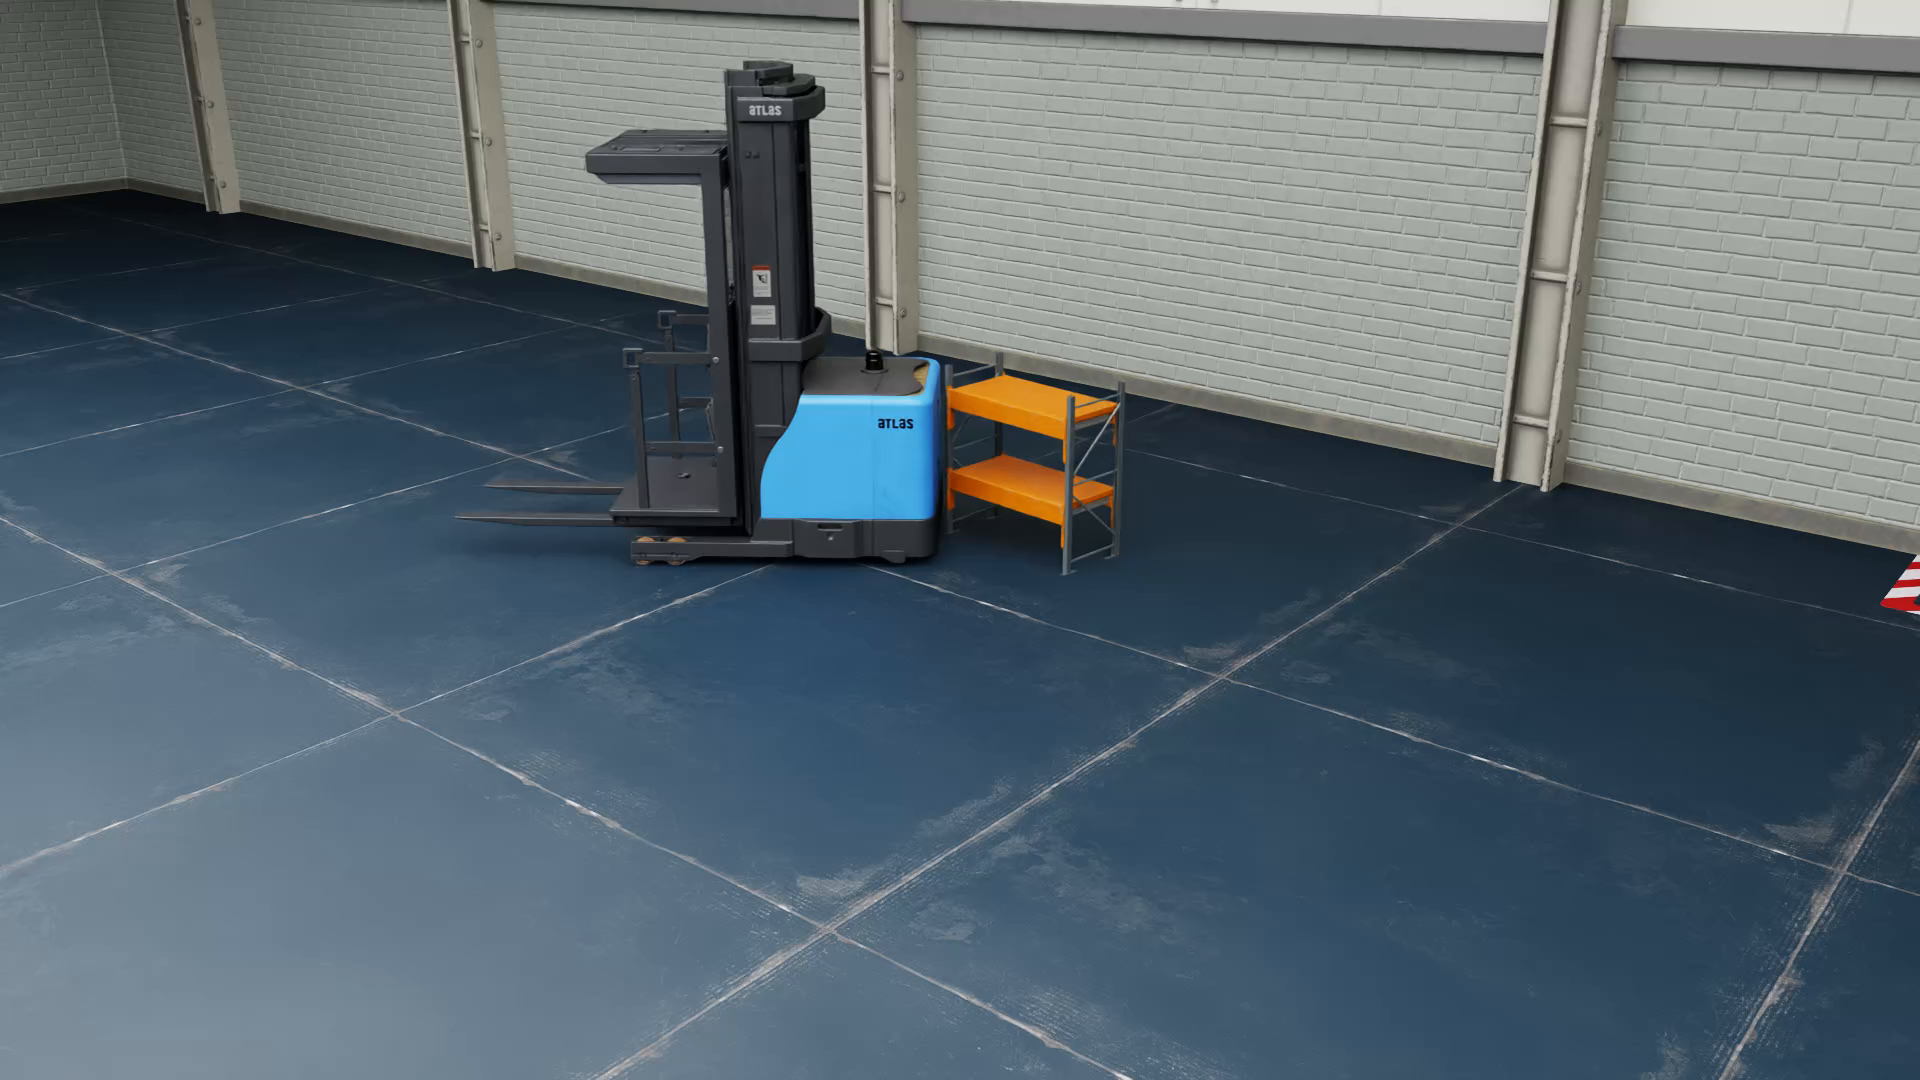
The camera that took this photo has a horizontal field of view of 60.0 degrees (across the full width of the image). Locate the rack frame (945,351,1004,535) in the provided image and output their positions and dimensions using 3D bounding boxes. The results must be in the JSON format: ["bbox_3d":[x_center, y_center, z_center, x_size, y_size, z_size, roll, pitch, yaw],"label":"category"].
[{"bbox_3d":[0.093,-0.625,10.730,0.500,1.125,0.032,-19,28,-41],"label":"rack frame"}]

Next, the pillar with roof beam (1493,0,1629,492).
[{"bbox_3d":[1.305,-3.454,7.074,0.400,9.000,9.100,16,26,36],"label":"pillar with roof beam"}]

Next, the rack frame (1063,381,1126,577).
[{"bbox_3d":[0.811,-0.371,10.057,0.500,1.125,0.032,-19,28,-41],"label":"rack frame"}]

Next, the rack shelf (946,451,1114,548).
[{"bbox_3d":[0.452,-0.269,10.480,0.538,0.278,1.000,-19,28,-41],"label":"rack shelf"}]

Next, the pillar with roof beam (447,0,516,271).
[{"bbox_3d":[-7.992,-6.131,14.173,0.400,9.000,9.100,16,26,36],"label":"pillar with roof beam"}]

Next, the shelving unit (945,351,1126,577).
[{"bbox_3d":[0.452,-0.498,10.393,0.538,1.125,1.048,-19,28,-41],"label":"shelving unit"}]

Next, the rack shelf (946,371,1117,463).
[{"bbox_3d":[0.452,-0.771,10.290,0.538,0.278,1.000,-19,28,-41],"label":"rack shelf"}]

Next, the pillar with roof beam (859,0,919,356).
[{"bbox_3d":[-3.344,-4.792,10.623,0.400,9.000,9.100,16,26,36],"label":"pillar with roof beam"}]

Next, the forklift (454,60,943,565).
[{"bbox_3d":[-1.645,-1.402,10.233,3.031,2.935,1.130,1,21,2],"label":"forklift"}]

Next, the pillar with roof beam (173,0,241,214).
[{"bbox_3d":[-12.640,-7.470,17.723,0.400,9.000,9.100,16,26,36],"label":"pillar with roof beam"}]
